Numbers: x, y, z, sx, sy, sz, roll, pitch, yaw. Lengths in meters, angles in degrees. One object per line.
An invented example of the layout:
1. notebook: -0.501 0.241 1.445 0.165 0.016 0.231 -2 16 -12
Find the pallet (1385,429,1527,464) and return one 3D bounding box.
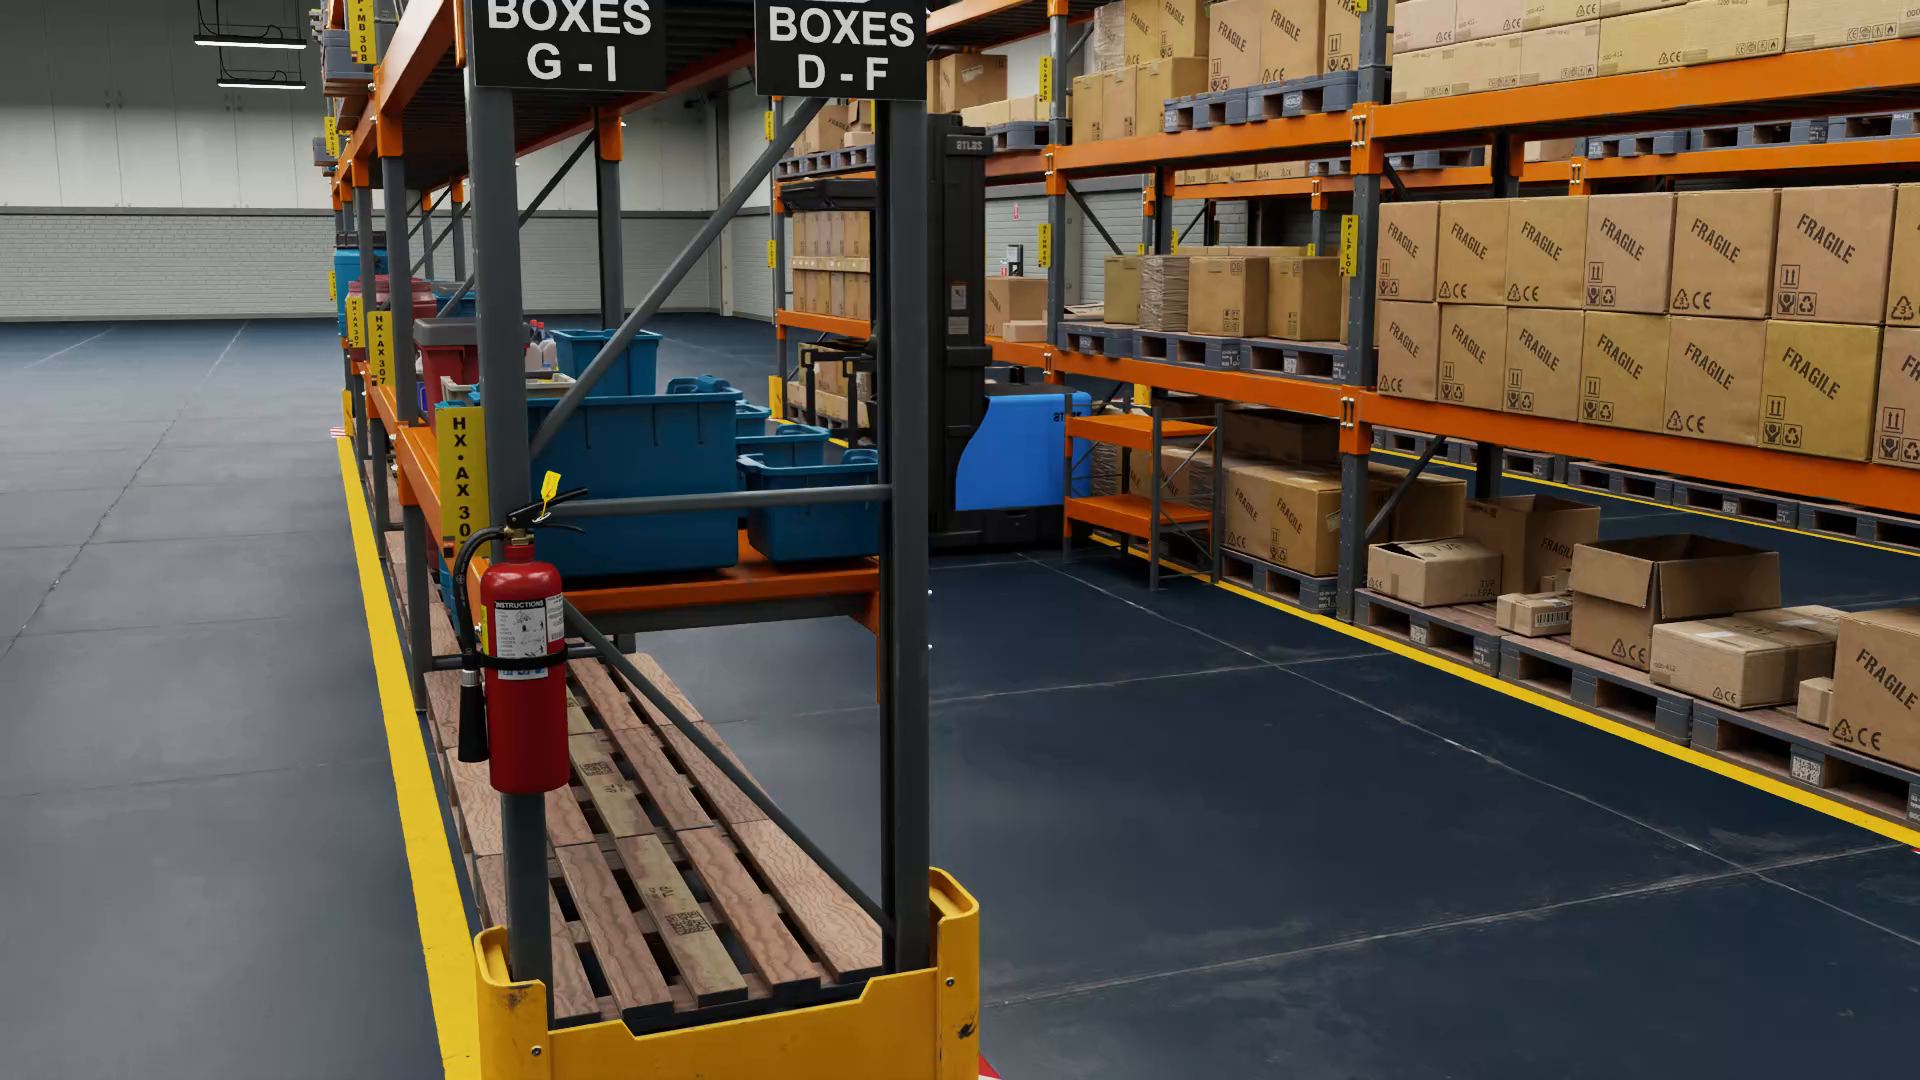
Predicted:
1. pallet: 5.053 -0.968 16.760 1.003 0.211 1.213 -4 11 -21

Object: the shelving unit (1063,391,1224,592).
1. shelving unit: 1.149 -0.340 10.621 0.538 1.125 1.048 -5 11 -27

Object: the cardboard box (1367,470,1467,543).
1. cardboard box: 2.658 -0.127 9.950 0.500 0.500 0.500 -4 11 -23

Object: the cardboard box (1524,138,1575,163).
1. cardboard box: 5.260 -3.558 14.988 0.500 0.311 0.500 -4 11 -21

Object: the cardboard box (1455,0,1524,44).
1. cardboard box: 2.734 -2.519 7.952 0.500 0.250 0.500 -4 11 -21

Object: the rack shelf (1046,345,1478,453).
1. rack shelf: 1.882 -1.019 11.137 1.077 0.370 4.000 -4 11 -21

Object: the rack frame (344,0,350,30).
1. rack frame: -3.461 -4.339 10.620 1.000 3.000 0.127 -4 11 -21

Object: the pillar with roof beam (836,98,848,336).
1. pillar with roof beam: -6.601 -8.879 36.143 9.100 9.000 0.548 -4 11 -21

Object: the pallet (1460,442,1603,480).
1. pallet: 5.491 -0.769 15.642 1.003 0.211 1.213 -4 11 -21

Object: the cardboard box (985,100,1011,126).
1. cardboard box: 0.537 -3.558 14.023 0.500 0.250 0.500 -4 11 -22

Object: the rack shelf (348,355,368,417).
1. rack shelf: -4.186 -1.358 13.044 1.077 0.370 4.000 -4 11 -21

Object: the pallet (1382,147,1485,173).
1. pallet: 4.826 -3.775 16.549 1.213 0.211 1.003 -4 11 -21

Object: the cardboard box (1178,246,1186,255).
1. cardboard box: 2.936 -3.447 20.964 0.500 0.500 0.500 -4 11 -21

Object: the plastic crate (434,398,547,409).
1. plastic crate: -1.545 -0.346 5.607 0.416 0.233 0.300 -4 11 -21

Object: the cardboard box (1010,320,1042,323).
1. cardboard box: 0.643 -1.780 14.081 0.380 0.149 0.250 -3 11 -17

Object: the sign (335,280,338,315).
1. sign: -5.427 -2.142 14.606 0.100 0.325 0.005 -4 11 -21

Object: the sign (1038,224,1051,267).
1. sign: 0.641 -2.234 12.607 0.100 0.325 0.005 -4 11 -21

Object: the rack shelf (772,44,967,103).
1. rack shelf: -1.017 -5.081 17.988 1.077 0.370 4.000 -4 11 -21

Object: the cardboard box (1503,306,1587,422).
1. cardboard box: 2.905 -0.830 7.736 0.500 0.500 0.500 -4 11 -21

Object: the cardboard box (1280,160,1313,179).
1. cardboard box: 3.909 -4.270 18.455 0.500 0.500 0.500 -4 11 -19

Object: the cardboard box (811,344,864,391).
1. cardboard box: -1.379 -1.964 18.905 0.500 0.500 0.500 -4 11 -21

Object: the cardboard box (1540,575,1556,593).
1. cardboard box: 3.269 0.273 8.706 0.380 0.149 0.250 -4 11 -21

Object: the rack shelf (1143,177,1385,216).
1. rack shelf: 3.599 -4.116 19.986 1.077 0.370 4.000 -4 11 -21

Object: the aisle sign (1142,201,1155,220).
1. aisle sign: 2.568 -4.593 21.752 0.394 0.787 0.004 -4 11 -21

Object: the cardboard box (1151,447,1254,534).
1. cardboard box: 1.622 -0.341 11.152 0.500 0.500 0.500 -4 11 -23

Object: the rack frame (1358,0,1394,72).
1. rack frame: 2.607 -4.000 8.713 1.000 3.000 0.127 -4 11 -21

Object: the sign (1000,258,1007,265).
1. sign: 0.789 -5.020 29.962 0.001 0.109 0.331 -4 11 -21

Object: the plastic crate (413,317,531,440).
1. plastic crate: -1.922 -0.632 6.555 0.402 0.464 0.583 -4 11 -21

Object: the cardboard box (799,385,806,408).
1. cardboard box: -1.570 -1.675 19.425 0.500 0.250 0.500 -4 11 -21

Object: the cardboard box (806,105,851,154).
1. cardboard box: -1.395 -4.519 18.308 0.500 0.500 0.500 -4 11 -21

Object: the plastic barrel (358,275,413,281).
1. plastic barrel: -4.768 -1.935 13.848 0.433 0.535 0.433 0 10 0

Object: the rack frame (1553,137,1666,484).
1. rack frame: 5.773 -2.014 14.680 1.000 3.000 0.127 -4 11 -21

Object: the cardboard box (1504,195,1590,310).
1. cardboard box: 2.888 -1.325 7.664 0.500 0.500 0.500 -4 11 -23

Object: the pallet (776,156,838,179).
1. pallet: -1.510 -4.322 19.337 1.003 0.211 1.213 -4 11 -21

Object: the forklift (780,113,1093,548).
1. forklift: -0.637 -1.391 11.373 3.031 2.935 1.130 -4 11 -21

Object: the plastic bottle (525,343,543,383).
1. plastic bottle: -2.301 -0.913 8.842 0.152 0.276 0.135 -4 11 -21

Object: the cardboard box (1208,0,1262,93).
1. cardboard box: 2.007 -3.133 10.633 0.600 0.600 0.600 -4 11 -23

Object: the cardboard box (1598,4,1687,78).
1. cardboard box: 3.094 -2.110 7.077 0.500 0.250 0.500 -4 11 -21

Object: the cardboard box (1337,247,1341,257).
1. cardboard box: 4.348 -3.063 18.802 0.500 0.500 0.500 -4 11 -22

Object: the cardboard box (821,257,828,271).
1. cardboard box: -1.332 -3.086 18.567 0.380 0.149 0.250 -4 11 -22

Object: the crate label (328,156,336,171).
1. crate label: -5.990 -3.769 16.401 0.502 0.251 0.408 -4 11 -21

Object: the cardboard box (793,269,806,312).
1. cardboard box: -1.585 -2.978 19.809 0.700 0.500 0.500 -4 11 -21

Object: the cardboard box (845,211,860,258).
1. cardboard box: -0.824 -3.277 17.785 0.700 0.500 0.500 -4 11 -21

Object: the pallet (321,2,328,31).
1. pallet: -5.681 -5.035 16.210 1.003 0.211 1.213 -4 11 -21

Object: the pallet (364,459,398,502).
1. pallet: -4.590 -0.540 14.353 1.003 0.211 1.213 -4 11 -21

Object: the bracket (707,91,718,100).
1. bracket: -7.118 -12.793 47.868 0.235 0.232 0.430 -4 11 -21

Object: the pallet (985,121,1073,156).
1. pallet: 0.828 -3.188 13.254 1.213 0.211 1.003 -3 11 -18

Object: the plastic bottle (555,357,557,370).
1. plastic bottle: -1.957 -0.831 8.382 0.152 0.276 0.135 -4 11 -21

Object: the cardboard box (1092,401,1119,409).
1. cardboard box: 1.043 -1.018 14.129 0.500 0.311 0.500 -4 11 -22
